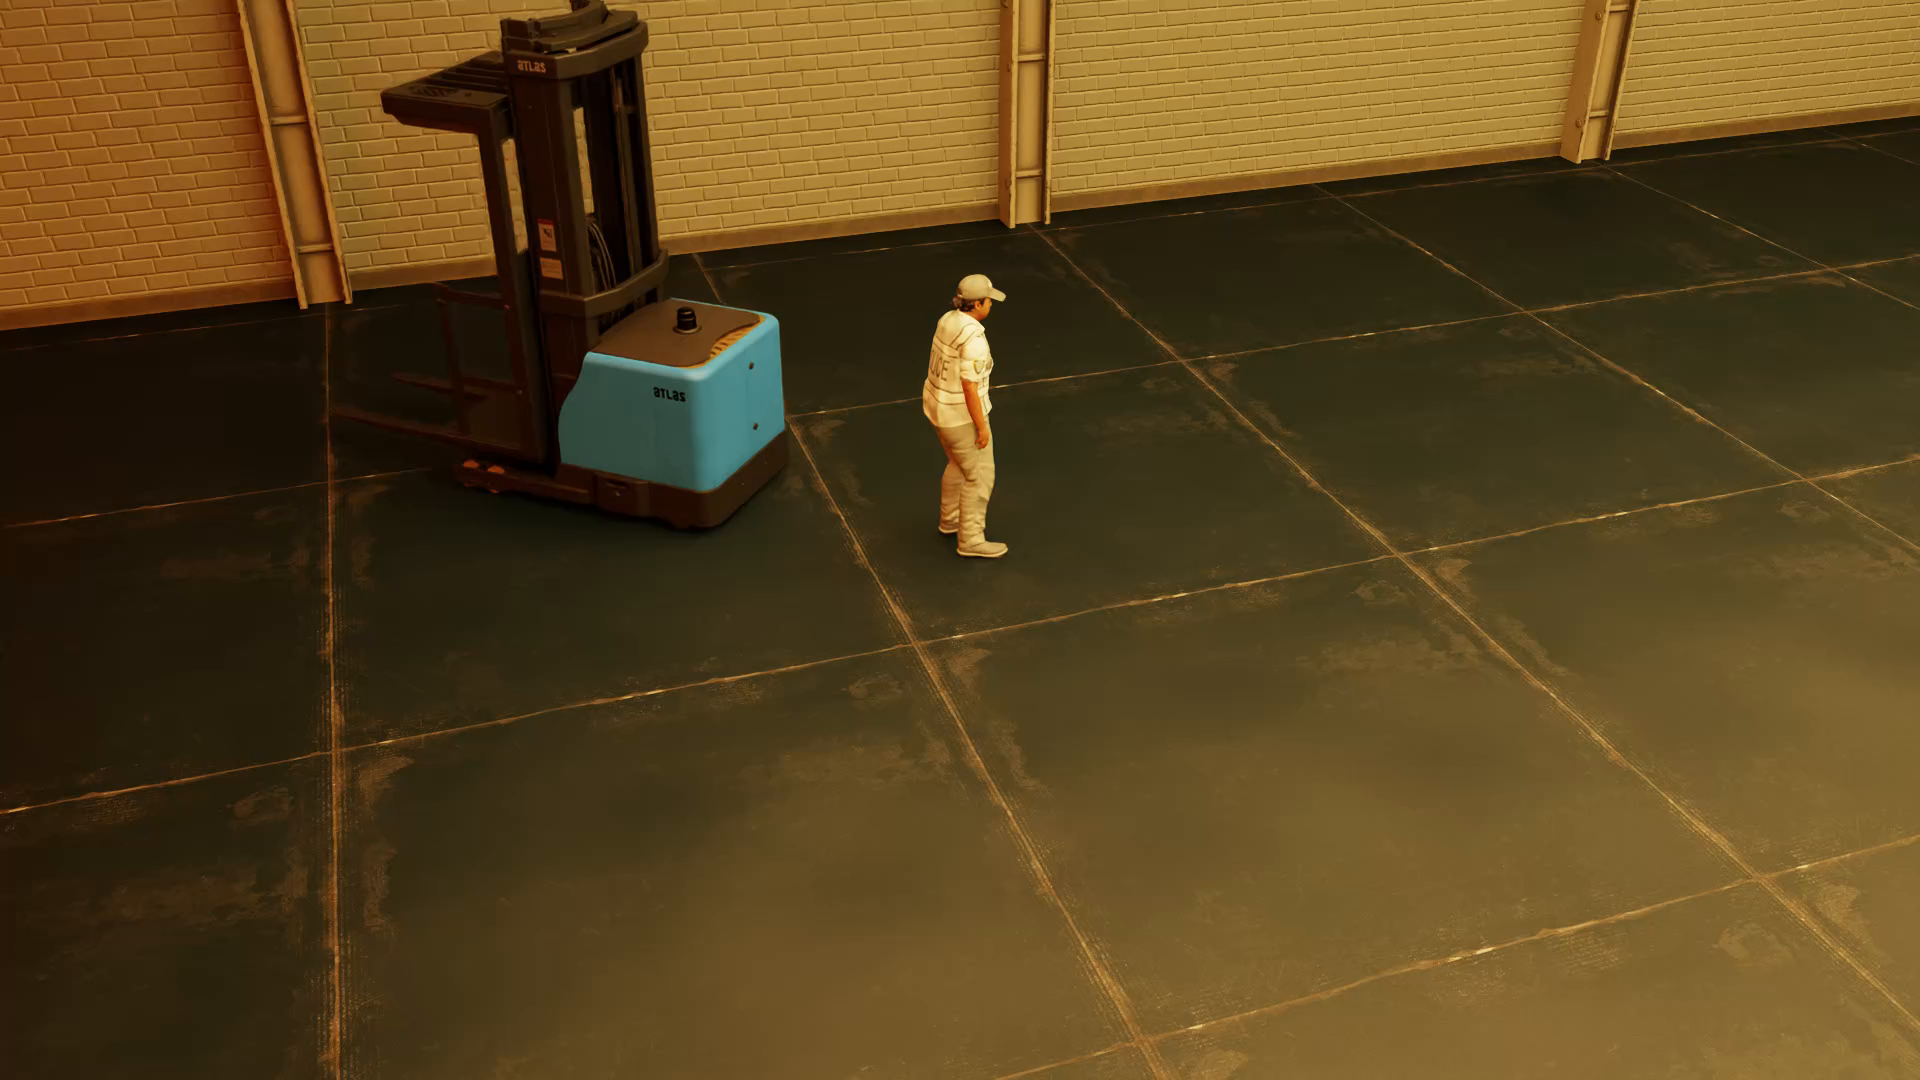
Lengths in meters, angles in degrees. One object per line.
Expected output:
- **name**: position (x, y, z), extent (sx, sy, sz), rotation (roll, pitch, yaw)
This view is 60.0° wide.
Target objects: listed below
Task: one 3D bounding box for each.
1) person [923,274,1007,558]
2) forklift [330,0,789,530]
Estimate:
- **person**: position (0.044, -0.727, 9.623), extent (0.466, 1.666, 0.546), rotation (-11, 32, -18)
- **forklift**: position (-2.674, -1.800, 10.215), extent (3.031, 2.935, 1.130), rotation (12, 32, 19)
